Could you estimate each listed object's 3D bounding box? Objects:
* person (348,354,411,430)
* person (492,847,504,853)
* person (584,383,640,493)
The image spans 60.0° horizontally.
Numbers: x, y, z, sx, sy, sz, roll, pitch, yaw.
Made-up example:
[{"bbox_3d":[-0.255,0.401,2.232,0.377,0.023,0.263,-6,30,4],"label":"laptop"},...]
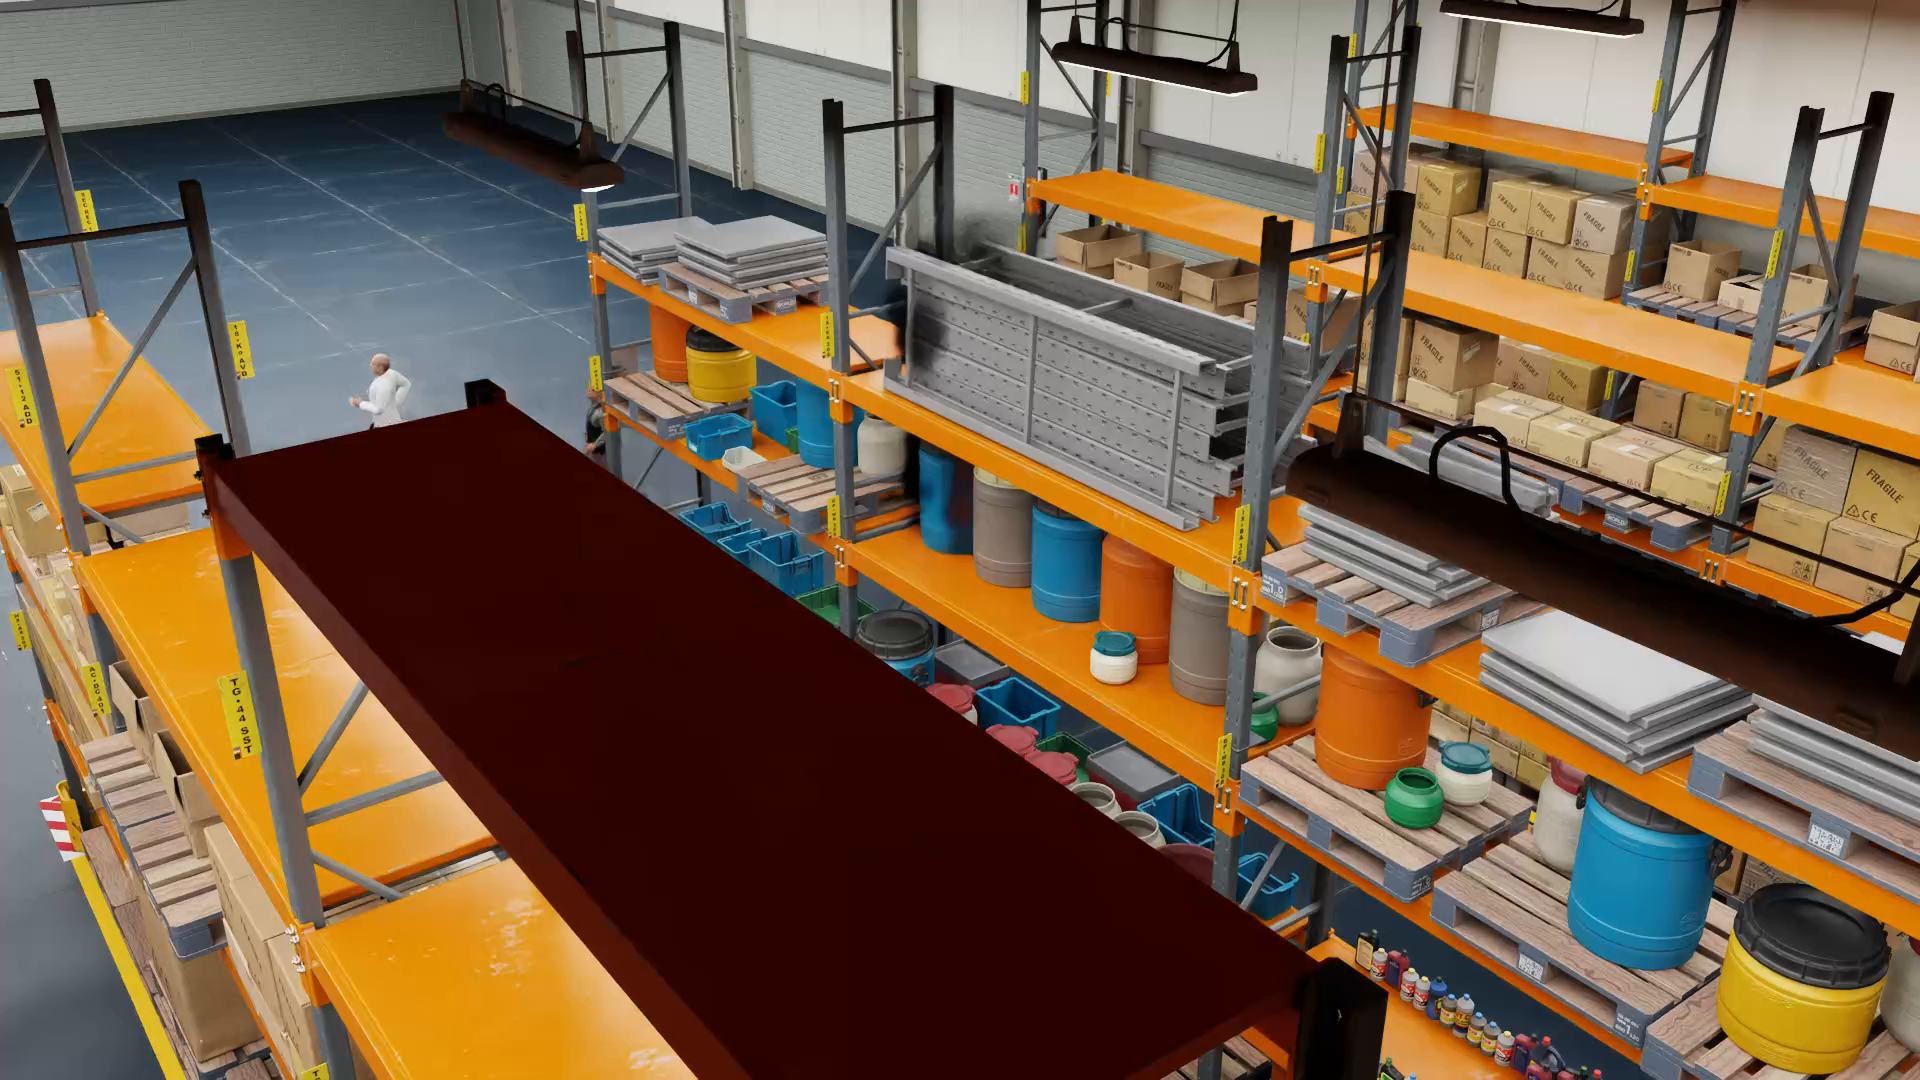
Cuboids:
[{"bbox_3d":[-6.755,-1.327,19.742,0.857,1.849,0.673,-8,26,-16],"label":"person"},{"bbox_3d":[-3.802,1.577,12.736,0.881,1.816,0.657,20,31,36],"label":"person"},{"bbox_3d":[-4.082,-1.050,19.252,0.674,1.695,0.685,-5,25,-11],"label":"person"}]
